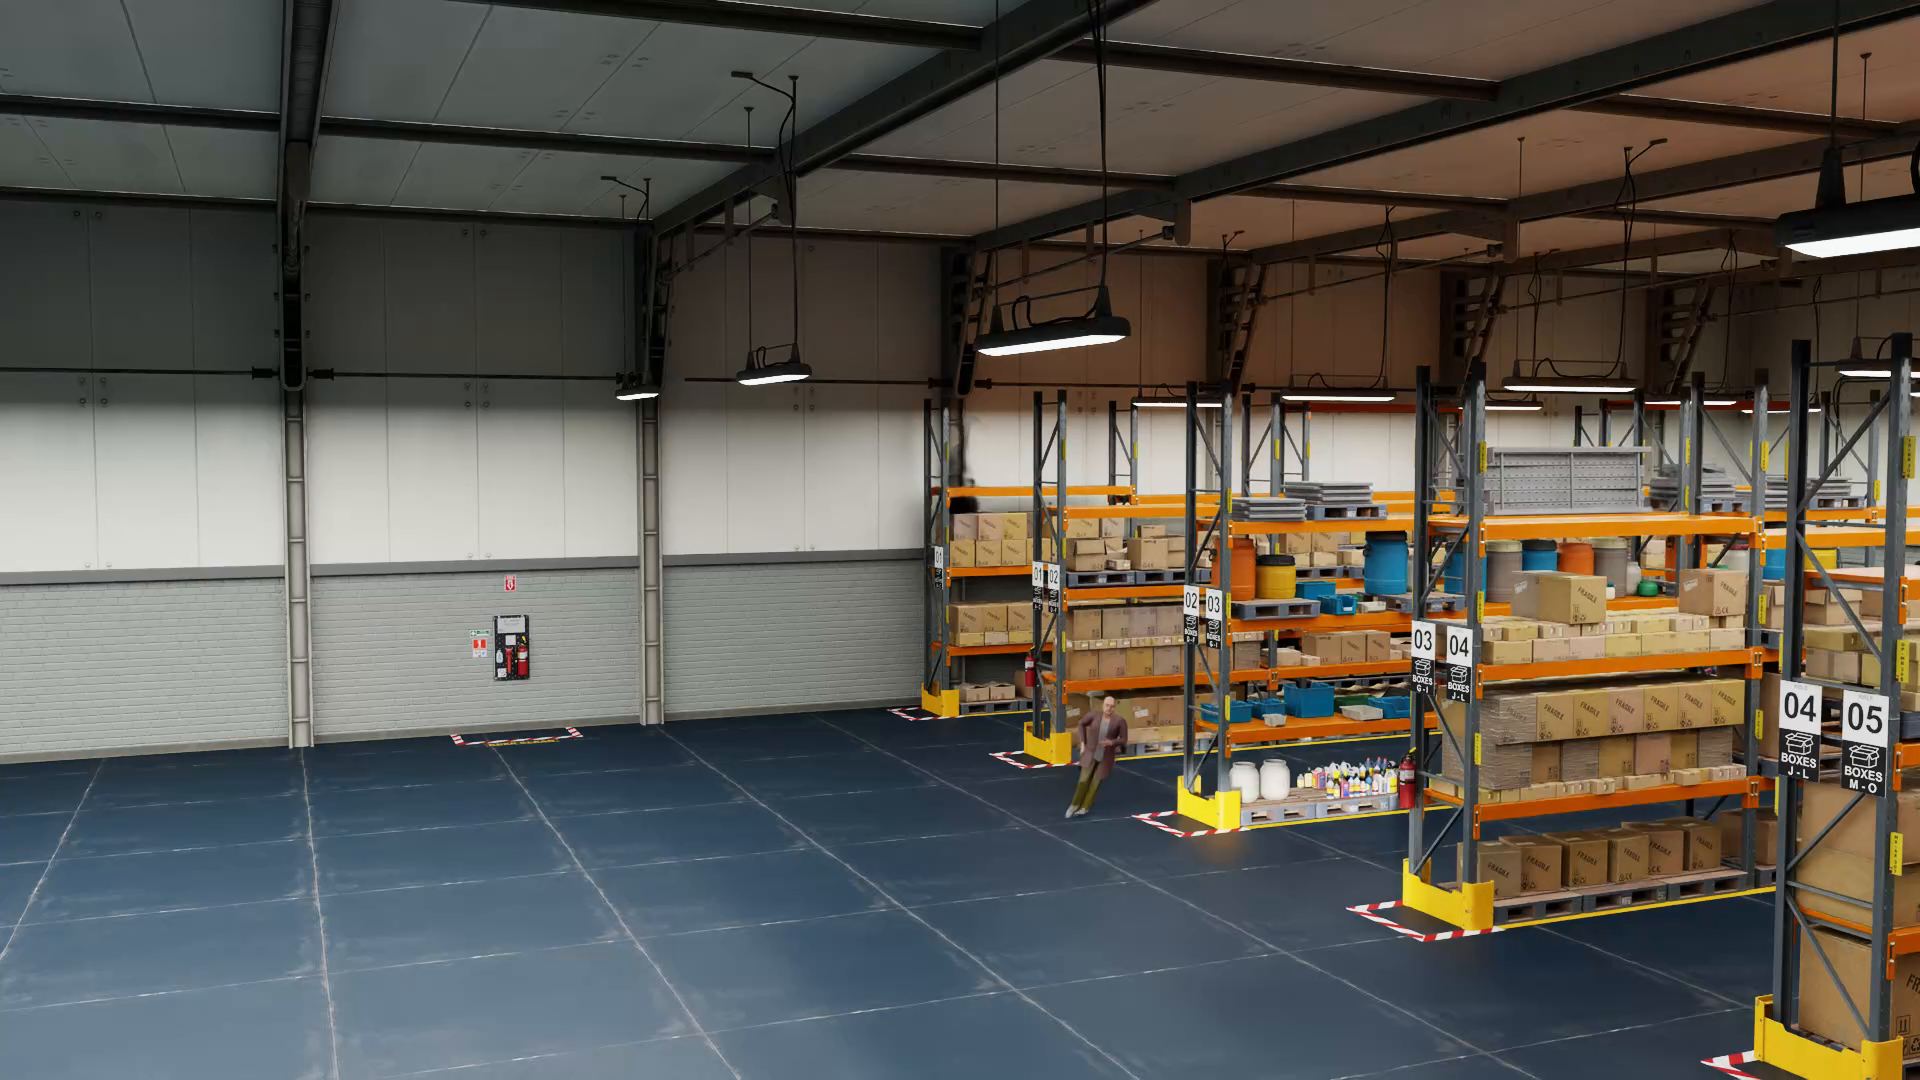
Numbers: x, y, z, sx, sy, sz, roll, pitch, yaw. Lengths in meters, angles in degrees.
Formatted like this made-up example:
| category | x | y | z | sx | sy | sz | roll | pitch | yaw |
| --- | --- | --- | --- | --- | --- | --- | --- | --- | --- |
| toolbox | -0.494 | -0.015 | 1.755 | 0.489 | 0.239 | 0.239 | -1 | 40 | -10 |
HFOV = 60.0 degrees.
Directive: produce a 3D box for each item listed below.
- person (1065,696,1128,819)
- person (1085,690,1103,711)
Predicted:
| category | x | y | z | sx | sy | sz | roll | pitch | yaw |
| --- | --- | --- | --- | --- | --- | --- | --- | --- | --- |
| person | 1.867 | 2.978 | 22.767 | 0.848 | 1.699 | 0.703 | 0 | 3 | 6 |
| person | 2.421 | 2.587 | 30.049 | 0.538 | 1.628 | 0.600 | -2 | 4 | -32 |
